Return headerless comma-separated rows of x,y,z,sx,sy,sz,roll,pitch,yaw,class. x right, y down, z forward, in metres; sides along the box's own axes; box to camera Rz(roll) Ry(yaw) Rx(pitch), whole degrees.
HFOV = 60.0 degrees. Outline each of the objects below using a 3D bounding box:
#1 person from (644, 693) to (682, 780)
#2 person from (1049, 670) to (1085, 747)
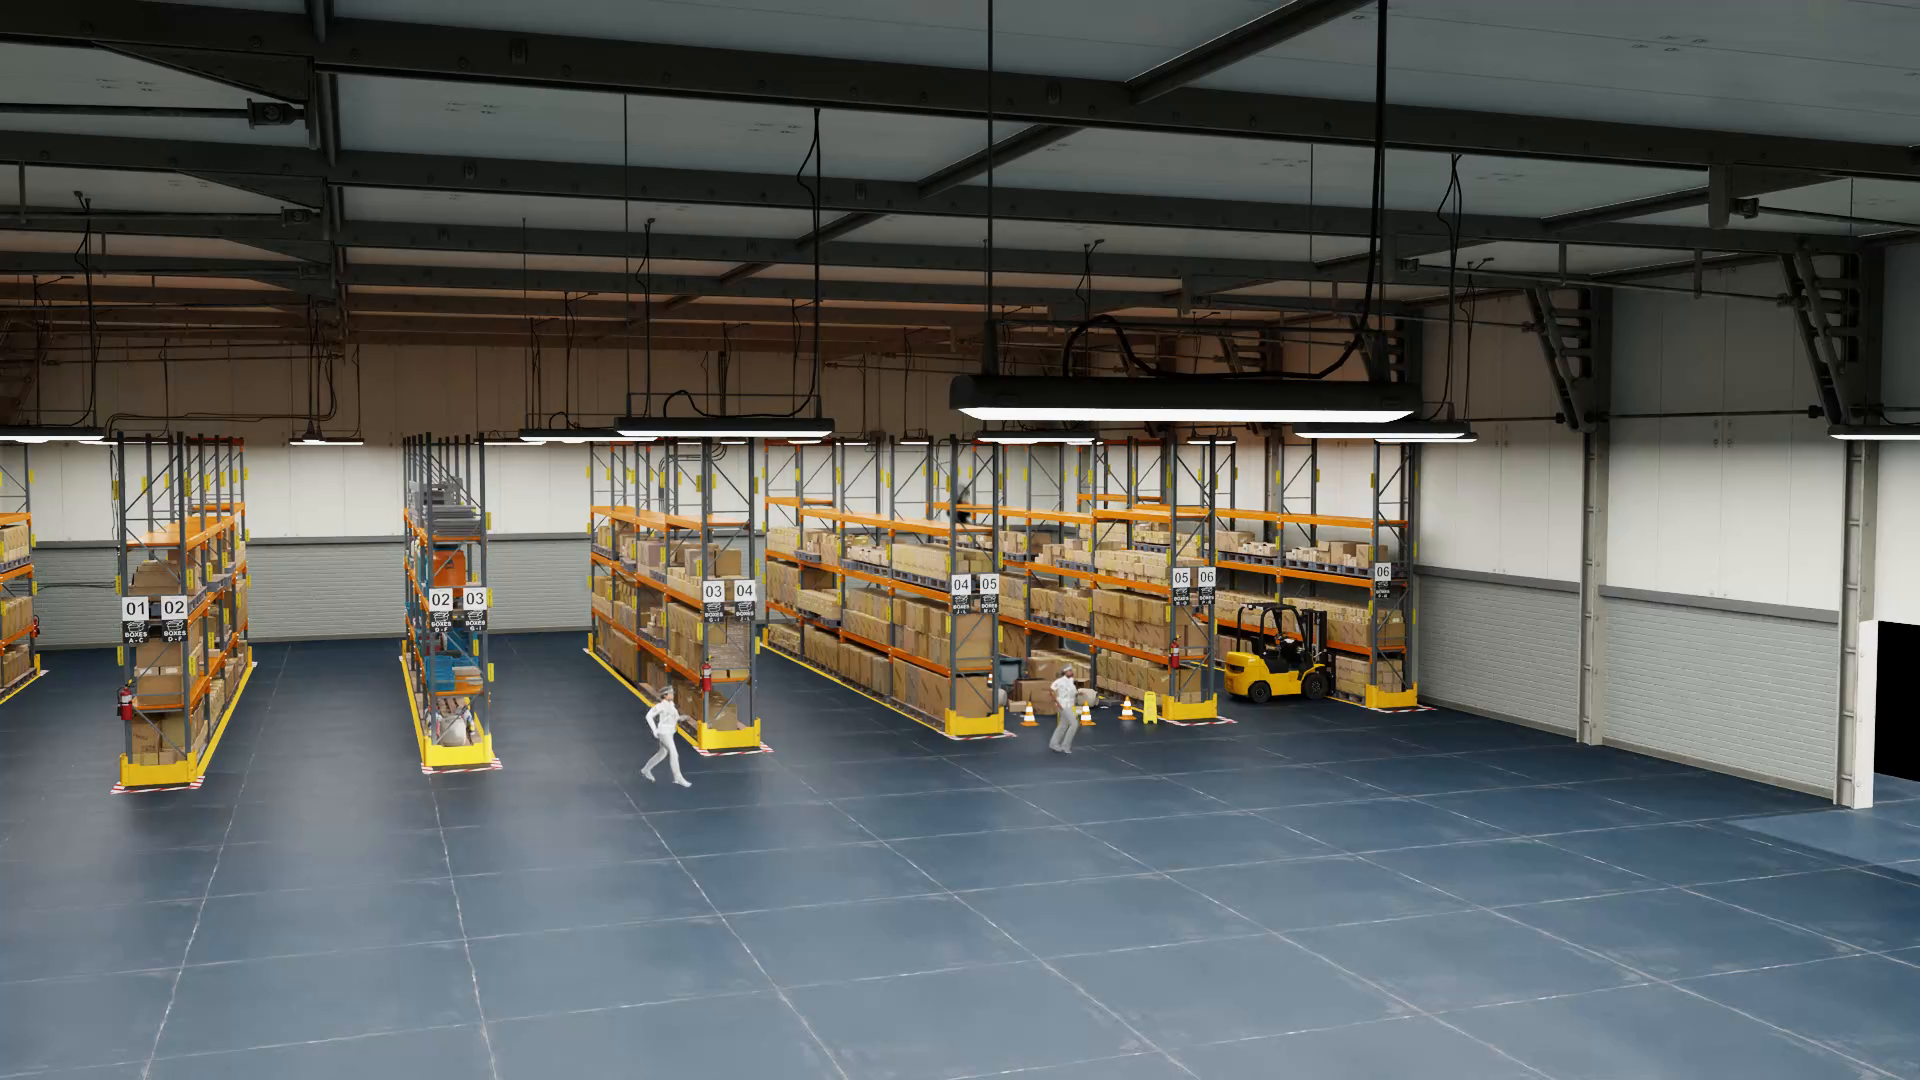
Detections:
-5.038,3.261,28.108,0.737,1.563,0.600,1,3,13,person
2.008,3.108,31.175,0.704,1.541,0.546,2,4,27,person
